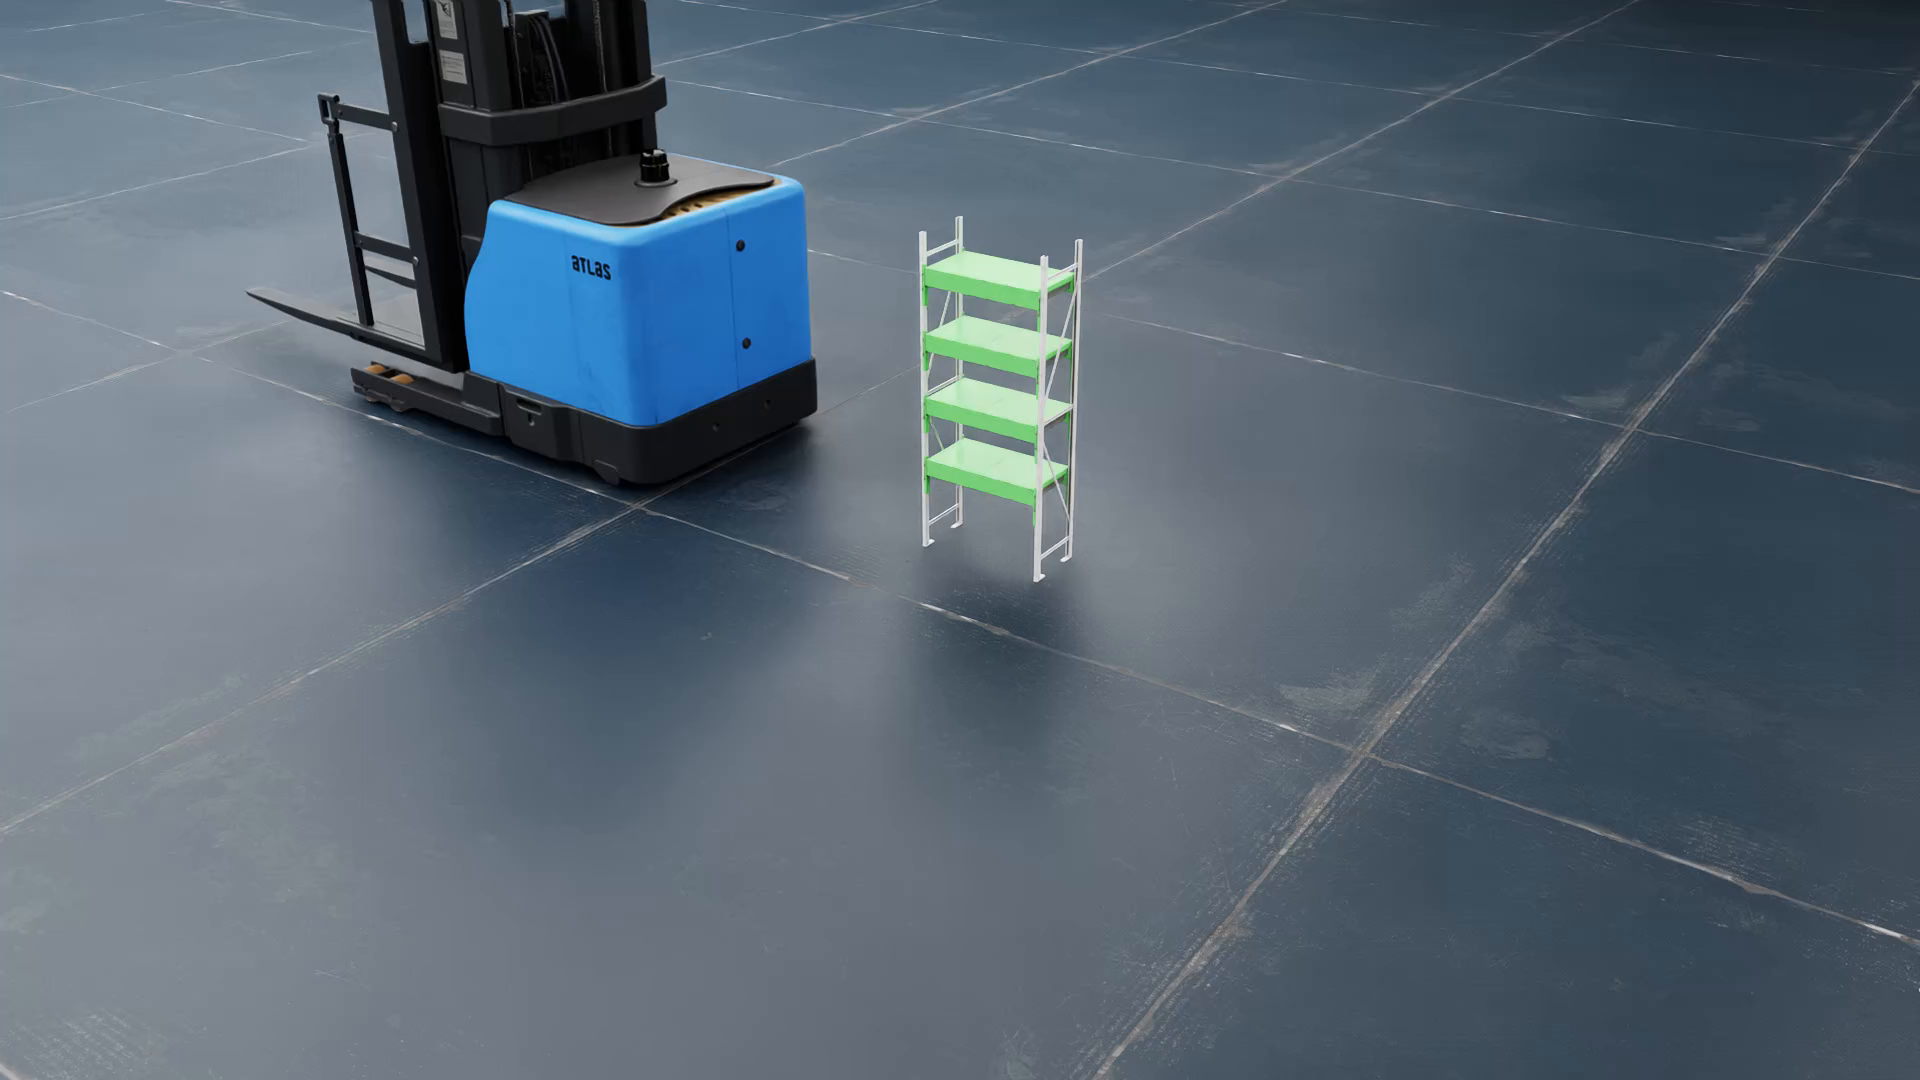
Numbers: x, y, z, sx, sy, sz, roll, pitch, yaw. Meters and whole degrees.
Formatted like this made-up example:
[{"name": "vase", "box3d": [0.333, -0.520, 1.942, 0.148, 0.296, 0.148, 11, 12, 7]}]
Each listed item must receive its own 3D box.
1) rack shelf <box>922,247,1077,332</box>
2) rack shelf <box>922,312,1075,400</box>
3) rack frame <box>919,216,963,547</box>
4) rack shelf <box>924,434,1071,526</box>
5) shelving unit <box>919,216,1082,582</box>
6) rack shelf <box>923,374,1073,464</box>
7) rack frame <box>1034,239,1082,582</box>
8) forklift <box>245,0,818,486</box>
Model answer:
[{"name": "rack shelf", "box3d": [0.136, -0.863, 5.706, 0.480, 0.148, 0.258, 17, 32, 30]}, {"name": "rack shelf", "box3d": [0.136, -0.649, 5.814, 0.480, 0.148, 0.258, 17, 32, 30]}, {"name": "rack frame", "box3d": [-0.065, -0.555, 6.017, 0.015, 1.200, 0.240, 17, 32, 30]}, {"name": "rack shelf", "box3d": [0.136, -0.221, 6.032, 0.480, 0.148, 0.258, 17, 32, 30]}, {"name": "shelving unit", "box3d": [0.136, -0.492, 5.894, 0.503, 1.200, 0.258, 17, 32, 30]}, {"name": "rack shelf", "box3d": [0.136, -0.435, 5.923, 0.480, 0.148, 0.258, 17, 32, 30]}, {"name": "rack frame", "box3d": [0.338, -0.430, 5.771, 0.015, 1.200, 0.240, 17, 32, 30]}, {"name": "forklift", "box3d": [-2.101, -2.043, 7.033, 3.031, 2.935, 1.130, 19, 32, 32]}]
